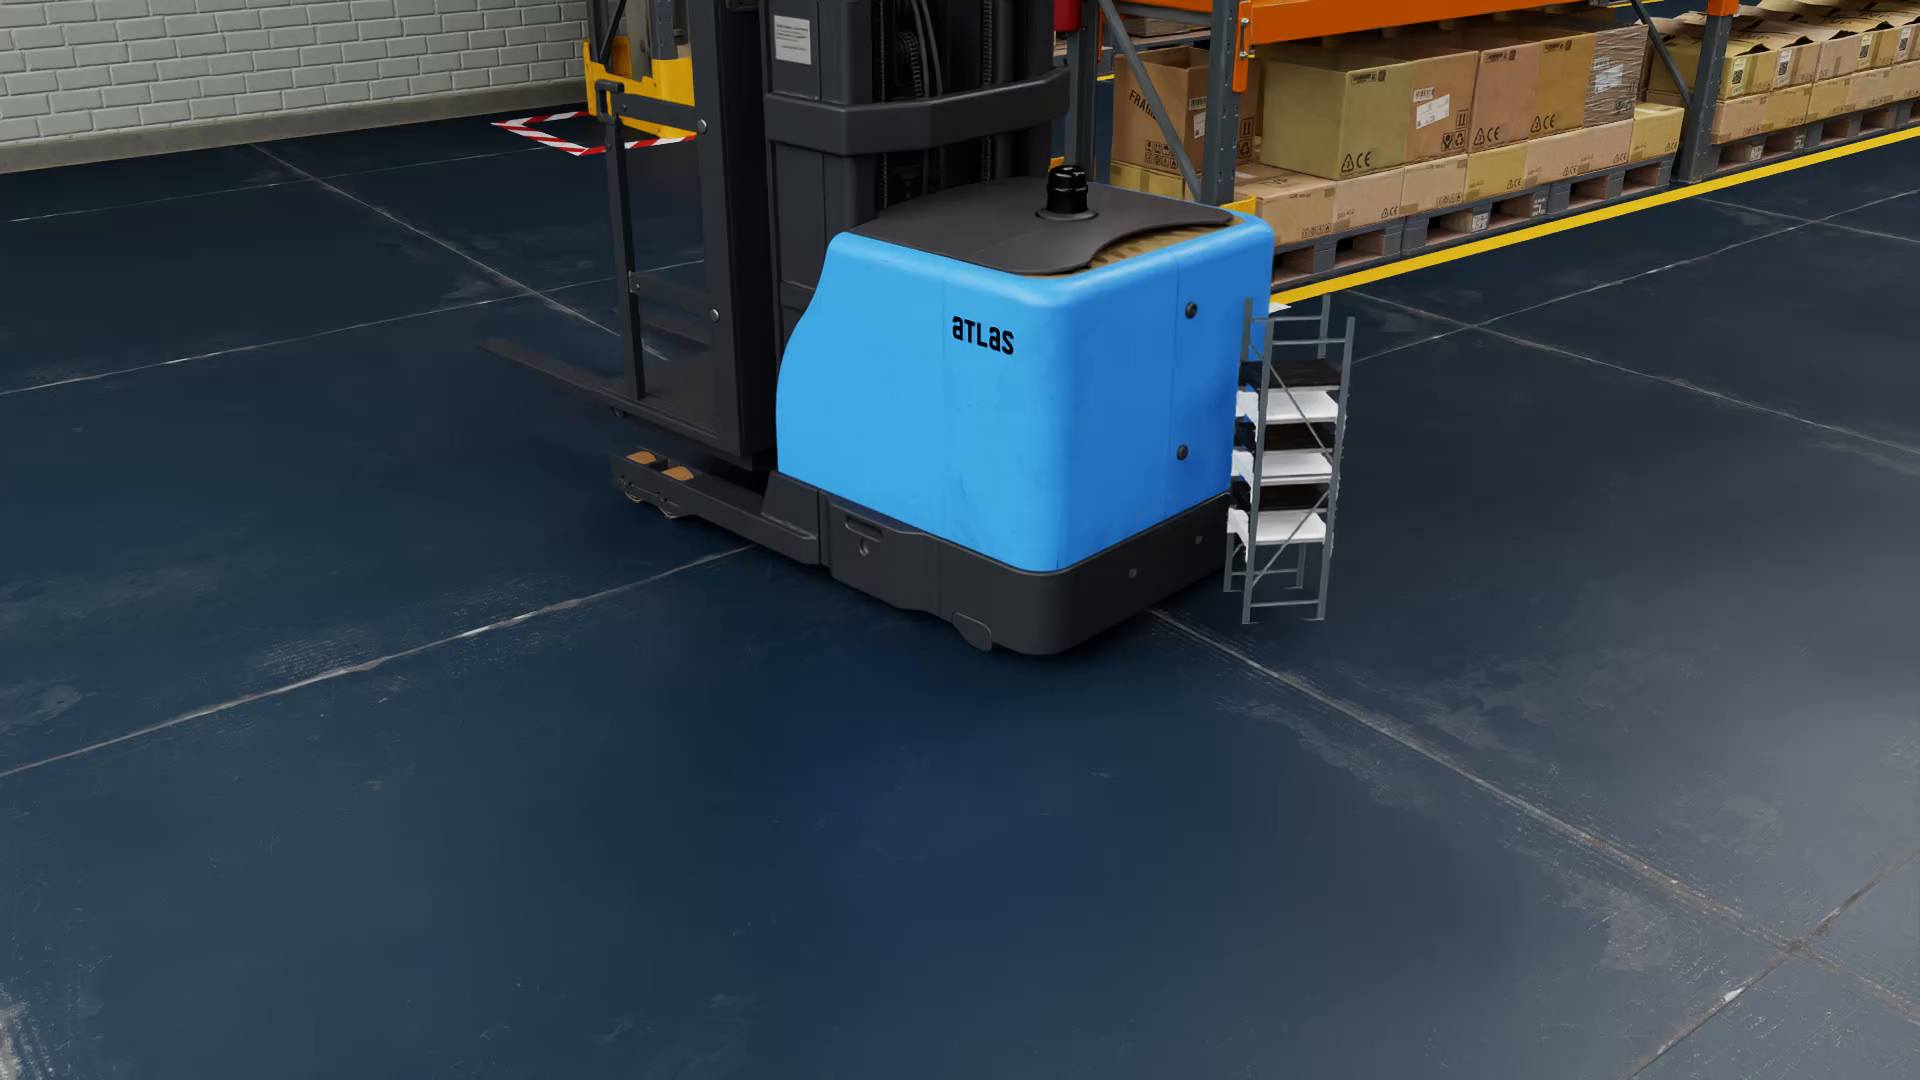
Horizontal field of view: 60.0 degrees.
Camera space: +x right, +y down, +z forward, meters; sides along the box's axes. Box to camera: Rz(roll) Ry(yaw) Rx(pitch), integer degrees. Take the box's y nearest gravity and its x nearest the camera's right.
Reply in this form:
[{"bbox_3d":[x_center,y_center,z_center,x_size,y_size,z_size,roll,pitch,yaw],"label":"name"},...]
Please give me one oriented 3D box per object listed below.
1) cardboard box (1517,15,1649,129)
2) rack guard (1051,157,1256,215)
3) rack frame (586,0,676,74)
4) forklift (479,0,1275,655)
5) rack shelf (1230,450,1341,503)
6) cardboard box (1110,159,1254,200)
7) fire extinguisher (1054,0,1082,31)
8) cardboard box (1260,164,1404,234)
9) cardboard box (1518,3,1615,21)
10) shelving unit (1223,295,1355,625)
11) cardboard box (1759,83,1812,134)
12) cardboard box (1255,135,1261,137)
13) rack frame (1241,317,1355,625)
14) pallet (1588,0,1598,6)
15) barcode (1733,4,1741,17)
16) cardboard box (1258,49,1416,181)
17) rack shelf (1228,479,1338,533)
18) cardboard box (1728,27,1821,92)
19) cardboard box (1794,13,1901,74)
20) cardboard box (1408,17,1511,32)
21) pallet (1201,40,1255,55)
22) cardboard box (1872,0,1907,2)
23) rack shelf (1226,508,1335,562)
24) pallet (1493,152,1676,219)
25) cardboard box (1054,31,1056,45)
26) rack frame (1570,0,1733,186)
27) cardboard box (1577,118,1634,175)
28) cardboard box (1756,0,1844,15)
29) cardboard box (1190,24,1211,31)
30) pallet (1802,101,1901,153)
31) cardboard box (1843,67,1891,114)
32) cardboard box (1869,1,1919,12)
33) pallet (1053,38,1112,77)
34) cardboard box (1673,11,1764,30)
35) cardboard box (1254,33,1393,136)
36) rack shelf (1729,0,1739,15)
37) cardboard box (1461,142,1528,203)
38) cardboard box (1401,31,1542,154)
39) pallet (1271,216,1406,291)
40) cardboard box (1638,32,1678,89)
[{"bbox_3d":[3.368,-2.571,9.103,0.500,0.500,0.500,-18,31,-34],"label":"cardboard box"},{"bbox_3d":[0.832,-1.427,7.732,0.348,0.500,1.175,-18,31,-34],"label":"rack guard"},{"bbox_3d":[-2.209,-4.208,10.753,0.127,3.000,1.000,-18,31,-34],"label":"rack frame"},{"bbox_3d":[-0.514,-1.539,5.084,3.031,2.935,1.130,22,33,39],"label":"forklift"},{"bbox_3d":[0.909,-0.185,4.658,0.258,0.077,0.200,-3,25,-6],"label":"rack shelf"},{"bbox_3d":[1.091,-1.748,8.221,0.500,0.250,0.500,-18,31,-34],"label":"cardboard box"},{"bbox_3d":[0.471,-2.656,7.501,0.183,0.674,0.296,-18,31,-34],"label":"fire extinguisher"},{"bbox_3d":[1.801,-1.707,8.133,0.500,0.250,0.500,-18,31,-34],"label":"cardboard box"},{"bbox_3d":[3.440,-2.873,9.754,0.500,0.500,0.500,-18,31,-34],"label":"cardboard box"},{"bbox_3d":[0.909,-0.215,4.644,0.258,0.900,0.210,-3,25,-6],"label":"shelving unit"},{"bbox_3d":[4.872,-2.705,10.282,0.500,0.250,0.500,-17,30,-33],"label":"cardboard box"},{"bbox_3d":[1.869,-2.012,8.790,0.500,0.250,0.500,-18,31,-34],"label":"cardboard box"},{"bbox_3d":[0.920,-0.172,4.552,0.240,0.900,0.006,-3,25,-6],"label":"rack frame"},{"bbox_3d":[5.713,-5.516,16.884,1.213,0.211,1.003,-18,31,-34],"label":"pallet"},{"bbox_3d":[4.456,-3.036,9.535,0.075,0.075,0.001,-18,31,-34],"label":"barcode"},{"bbox_3d":[1.802,-2.047,7.974,0.500,0.500,0.500,-18,31,-34],"label":"cardboard box"},{"bbox_3d":[0.909,-0.103,4.696,0.258,0.077,0.200,-3,25,-6],"label":"rack shelf"},{"bbox_3d":[4.875,-2.957,10.160,0.500,0.311,0.500,-19,31,-35],"label":"cardboard box"},{"bbox_3d":[5.686,-3.229,10.745,0.500,0.311,0.500,-17,30,-33],"label":"cardboard box"},{"bbox_3d":[2.654,-2.613,9.195,0.500,0.500,0.500,-18,31,-34],"label":"cardboard box"},{"bbox_3d":[2.511,-4.503,14.702,1.213,0.211,1.003,-18,31,-34],"label":"pallet"},{"bbox_3d":[6.553,-3.804,11.986,0.500,0.311,0.500,-17,30,-32],"label":"cardboard box"},{"bbox_3d":[0.909,-0.022,4.734,0.258,0.077,0.200,-3,25,-6],"label":"rack shelf"},{"bbox_3d":[3.347,-2.149,9.630,1.213,0.211,1.003,-18,31,-34],"label":"pallet"},{"bbox_3d":[0.536,-4.012,13.175,0.380,0.166,0.250,22,33,39],"label":"cardboard box"},{"bbox_3d":[3.999,-3.607,9.458,0.127,3.000,1.000,-18,31,-34],"label":"rack frame"},{"bbox_3d":[3.369,-2.230,9.260,0.500,0.250,0.500,-18,31,-34],"label":"cardboard box"},{"bbox_3d":[5.742,-3.534,11.402,0.500,0.311,0.500,-19,31,-35],"label":"cardboard box"},{"bbox_3d":[1.883,-4.660,14.174,0.500,0.500,0.700,-19,31,-35],"label":"cardboard box"},{"bbox_3d":[5.515,-2.865,11.172,1.213,0.211,1.003,-18,31,-34],"label":"pallet"},{"bbox_3d":[5.679,-2.972,10.858,0.500,0.250,0.500,-18,30,-33],"label":"cardboard box"},{"bbox_3d":[6.481,-3.488,11.305,0.500,0.311,0.500,-19,31,-35],"label":"cardboard box"},{"bbox_3d":[0.432,-3.796,13.178,1.213,0.211,1.003,-18,31,-34],"label":"pallet"},{"bbox_3d":[4.940,-3.270,10.835,0.500,0.311,0.500,-18,31,-34],"label":"cardboard box"},{"bbox_3d":[1.867,-2.353,8.634,0.500,0.500,0.500,-18,31,-34],"label":"cardboard box"},{"bbox_3d":[5.572,-3.800,10.729,4.000,0.370,1.077,-18,31,-34],"label":"rack shelf"},{"bbox_3d":[2.592,-1.965,8.689,0.500,0.250,0.500,-18,31,-34],"label":"cardboard box"},{"bbox_3d":[2.592,-2.305,8.531,0.500,0.500,0.500,-18,31,-34],"label":"cardboard box"},{"bbox_3d":[1.427,-1.515,8.264,1.213,0.211,1.003,-18,31,-34],"label":"pallet"},{"bbox_3d":[4.140,-3.004,10.262,0.500,0.311,0.500,-18,31,-34],"label":"cardboard box"}]
